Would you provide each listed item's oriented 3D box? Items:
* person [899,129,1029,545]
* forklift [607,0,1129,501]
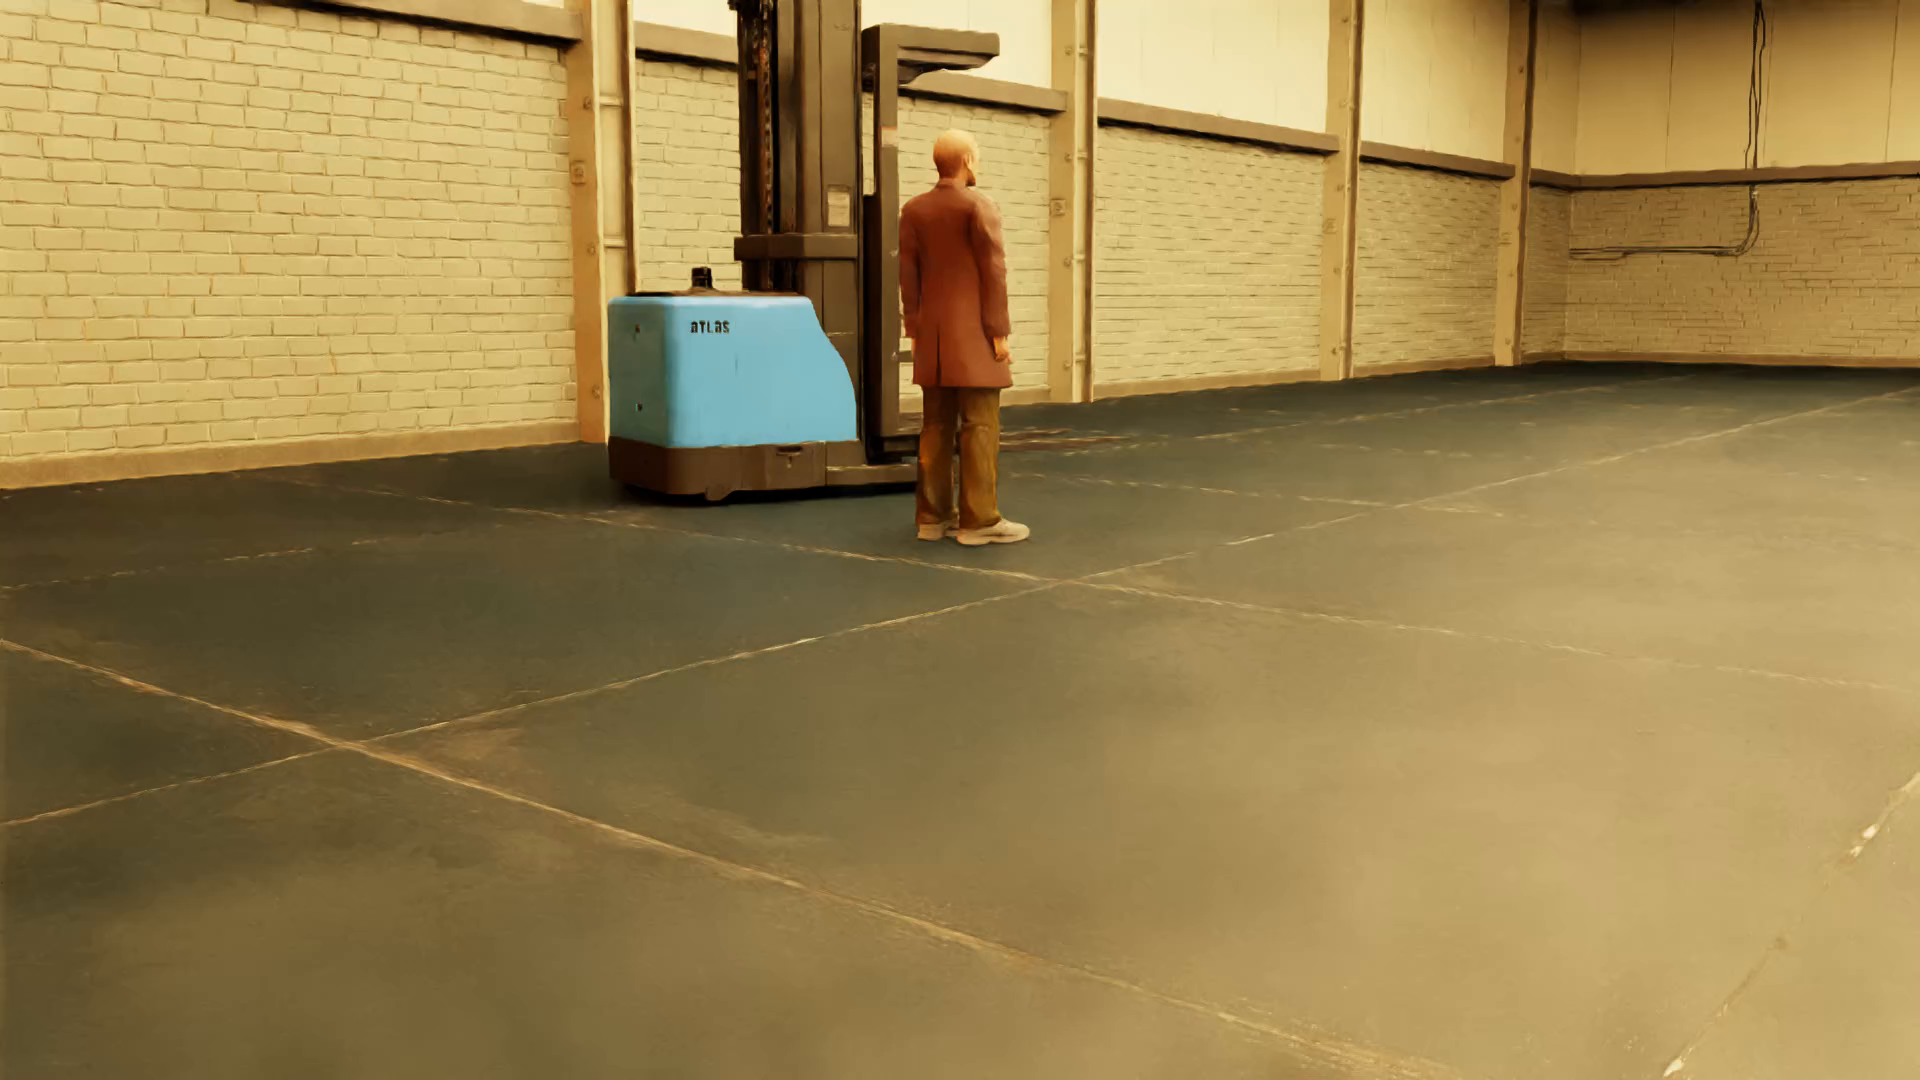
[{"bbox_3d":[0.015,-0.886,7.297,0.558,1.783,0.377,7,11,38],"label":"person"},{"bbox_3d":[-0.434,-1.785,9.479,3.031,2.935,1.130,-5,10,-31],"label":"forklift"}]
